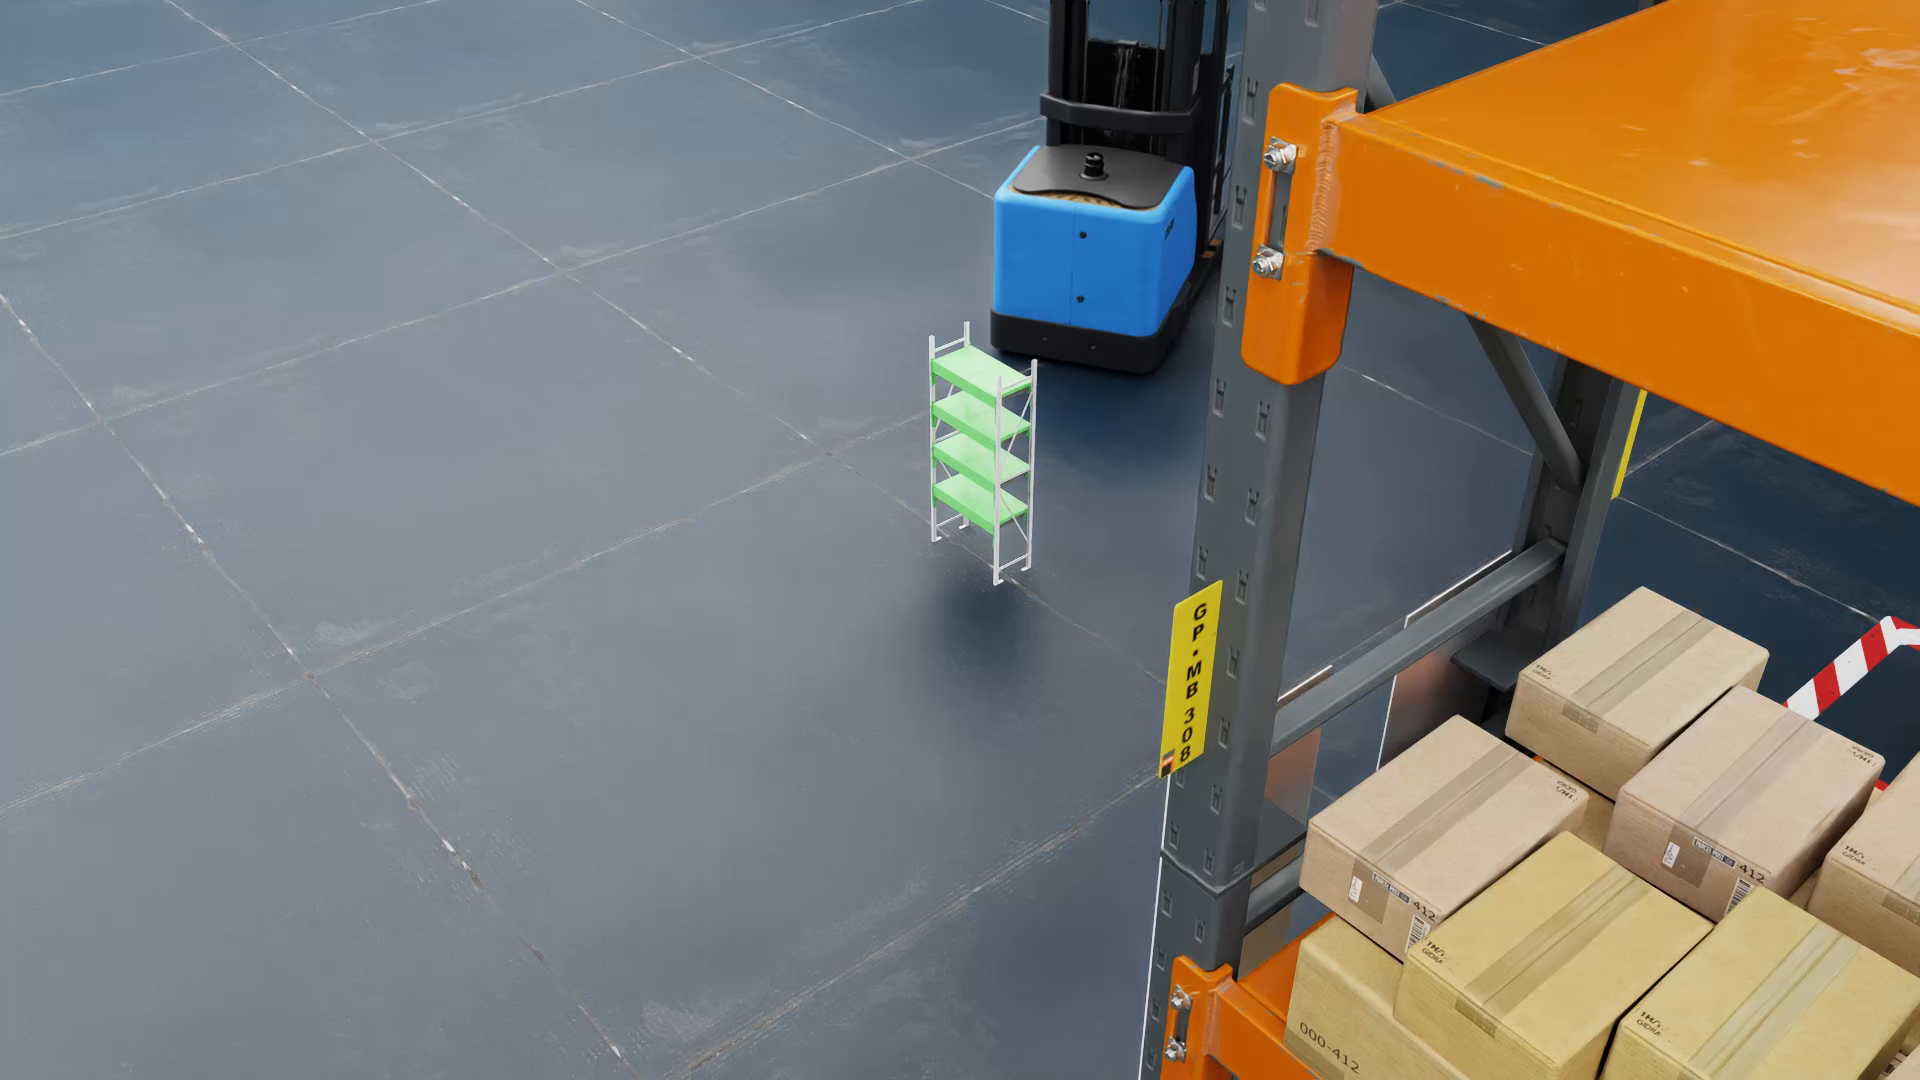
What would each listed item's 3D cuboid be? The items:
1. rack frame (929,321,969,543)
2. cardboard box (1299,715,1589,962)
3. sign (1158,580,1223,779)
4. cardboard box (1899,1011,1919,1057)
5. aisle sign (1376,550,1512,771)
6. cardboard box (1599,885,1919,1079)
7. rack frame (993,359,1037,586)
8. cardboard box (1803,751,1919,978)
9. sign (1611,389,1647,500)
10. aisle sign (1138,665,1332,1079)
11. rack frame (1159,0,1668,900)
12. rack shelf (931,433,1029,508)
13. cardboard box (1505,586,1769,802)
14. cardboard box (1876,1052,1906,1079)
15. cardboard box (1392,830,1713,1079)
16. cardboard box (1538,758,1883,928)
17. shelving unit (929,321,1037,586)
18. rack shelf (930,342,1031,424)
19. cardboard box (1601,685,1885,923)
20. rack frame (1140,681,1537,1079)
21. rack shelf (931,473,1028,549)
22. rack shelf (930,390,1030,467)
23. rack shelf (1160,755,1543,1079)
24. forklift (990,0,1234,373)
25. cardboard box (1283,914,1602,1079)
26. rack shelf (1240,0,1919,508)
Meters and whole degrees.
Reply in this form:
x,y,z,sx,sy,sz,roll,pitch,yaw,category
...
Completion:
x,y,z,sx,sy,sz,roll,pitch,yaw,category
-0.051,-0.524,8.353,0.240,1.200,0.015,-26,43,-32,rack frame
0.751,0.466,2.587,0.380,0.149,0.250,-26,43,-32,cardboard box
0.336,0.206,2.414,0.100,0.325,0.005,-26,43,-32,sign
1.580,0.759,2.519,0.500,0.250,0.500,-26,43,-32,cardboard box
0.939,0.384,3.264,0.394,0.787,0.004,-26,43,-32,aisle sign
1.102,0.682,2.282,0.380,0.149,0.250,-27,43,-33,cardboard box
0.264,-0.309,8.049,0.240,1.200,0.015,-26,43,-32,rack frame
1.506,0.503,2.535,0.380,0.149,0.250,-28,44,-34,cardboard box
1.187,-0.200,2.976,0.100,0.325,0.005,-26,43,-32,sign
0.481,0.608,2.948,0.394,0.787,0.004,-26,43,-32,aisle sign
0.750,-0.864,2.085,1.000,3.000,0.127,-26,43,-32,rack frame
0.107,-0.364,8.238,0.258,0.148,0.480,-26,43,-32,rack shelf
1.168,0.265,2.872,0.380,0.149,0.250,-26,43,-32,cardboard box
1.201,0.956,2.241,0.500,0.250,0.500,-27,43,-33,cardboard box
0.845,0.617,2.374,0.380,0.149,0.250,-25,42,-31,cardboard box
1.255,0.539,2.829,0.500,0.250,0.500,-25,42,-31,cardboard box
0.107,-0.417,8.201,0.258,1.200,0.503,-26,43,-32,shelving unit
0.107,-0.756,7.961,0.258,0.148,0.480,-26,43,-32,rack shelf
1.246,0.423,2.648,0.380,0.149,0.250,-28,44,-33,cardboard box
0.750,1.584,3.819,1.000,3.000,0.127,-26,43,-32,rack frame
0.107,-0.169,8.377,0.258,0.148,0.480,-26,43,-32,rack shelf
0.107,-0.560,8.099,0.258,0.148,0.480,-26,43,-32,rack shelf
2.041,1.537,1.913,1.077,0.370,4.000,-26,43,-32,rack shelf
1.162,-3.041,10.409,1.130,2.935,3.031,12,37,16,forklift
0.864,0.730,2.559,0.500,0.250,0.500,-25,42,-30,cardboard box
2.041,0.314,1.047,1.077,0.370,4.000,-26,43,-32,rack shelf
